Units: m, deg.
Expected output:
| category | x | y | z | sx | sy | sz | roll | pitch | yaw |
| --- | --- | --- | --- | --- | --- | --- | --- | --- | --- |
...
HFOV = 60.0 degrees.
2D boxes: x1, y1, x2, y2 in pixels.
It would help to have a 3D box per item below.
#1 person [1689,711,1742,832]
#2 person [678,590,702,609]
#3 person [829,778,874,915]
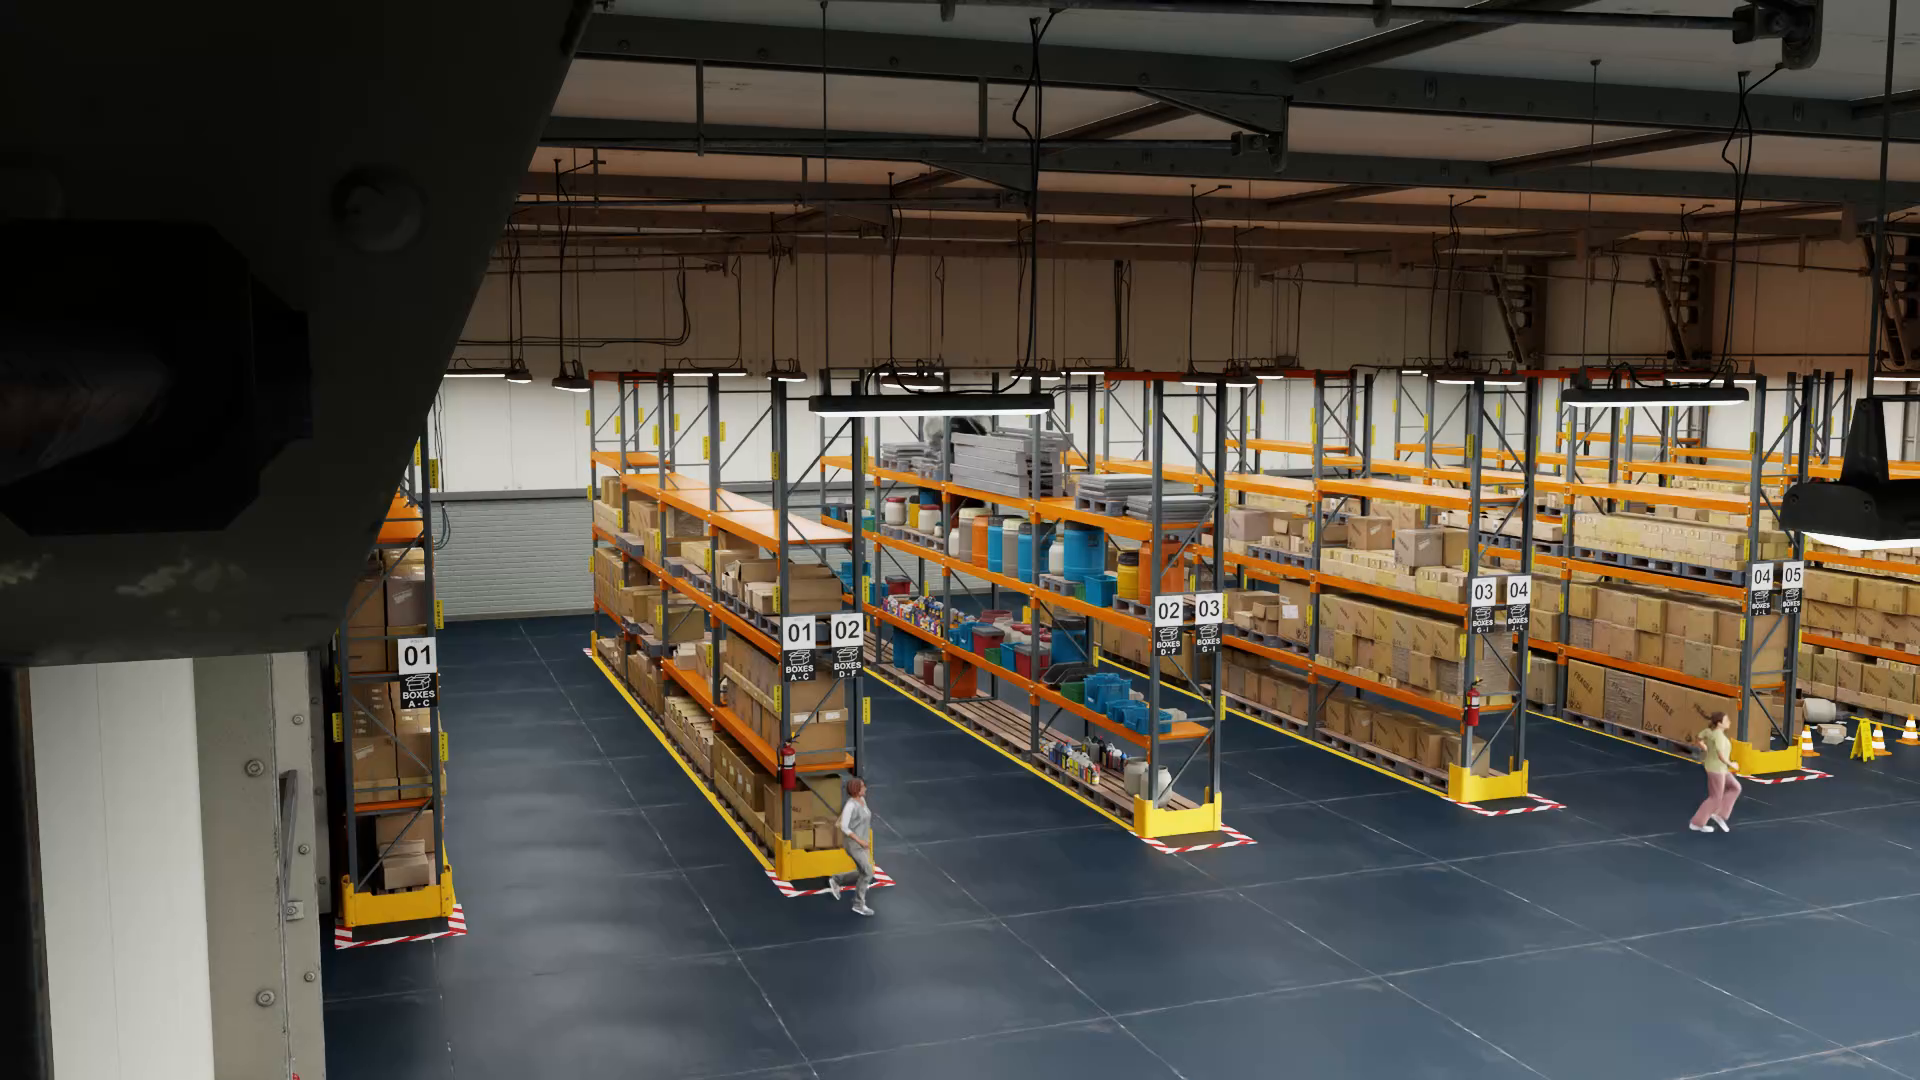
| category | x | y | z | sx | sy | sz | roll | pitch | yaw |
| --- | --- | --- | --- | --- | --- | --- | --- | --- | --- |
| person | 10.007 | 3.064 | 21.945 | 0.648 | 1.650 | 0.591 | 1 | 6 | 11 |
| person | -5.747 | 1.482 | 35.904 | 0.831 | 1.734 | 0.712 | 4 | 7 | 30 |
| person | -1.236 | 3.469 | 18.906 | 0.563 | 1.566 | 0.572 | 2 | 7 | 15 |
